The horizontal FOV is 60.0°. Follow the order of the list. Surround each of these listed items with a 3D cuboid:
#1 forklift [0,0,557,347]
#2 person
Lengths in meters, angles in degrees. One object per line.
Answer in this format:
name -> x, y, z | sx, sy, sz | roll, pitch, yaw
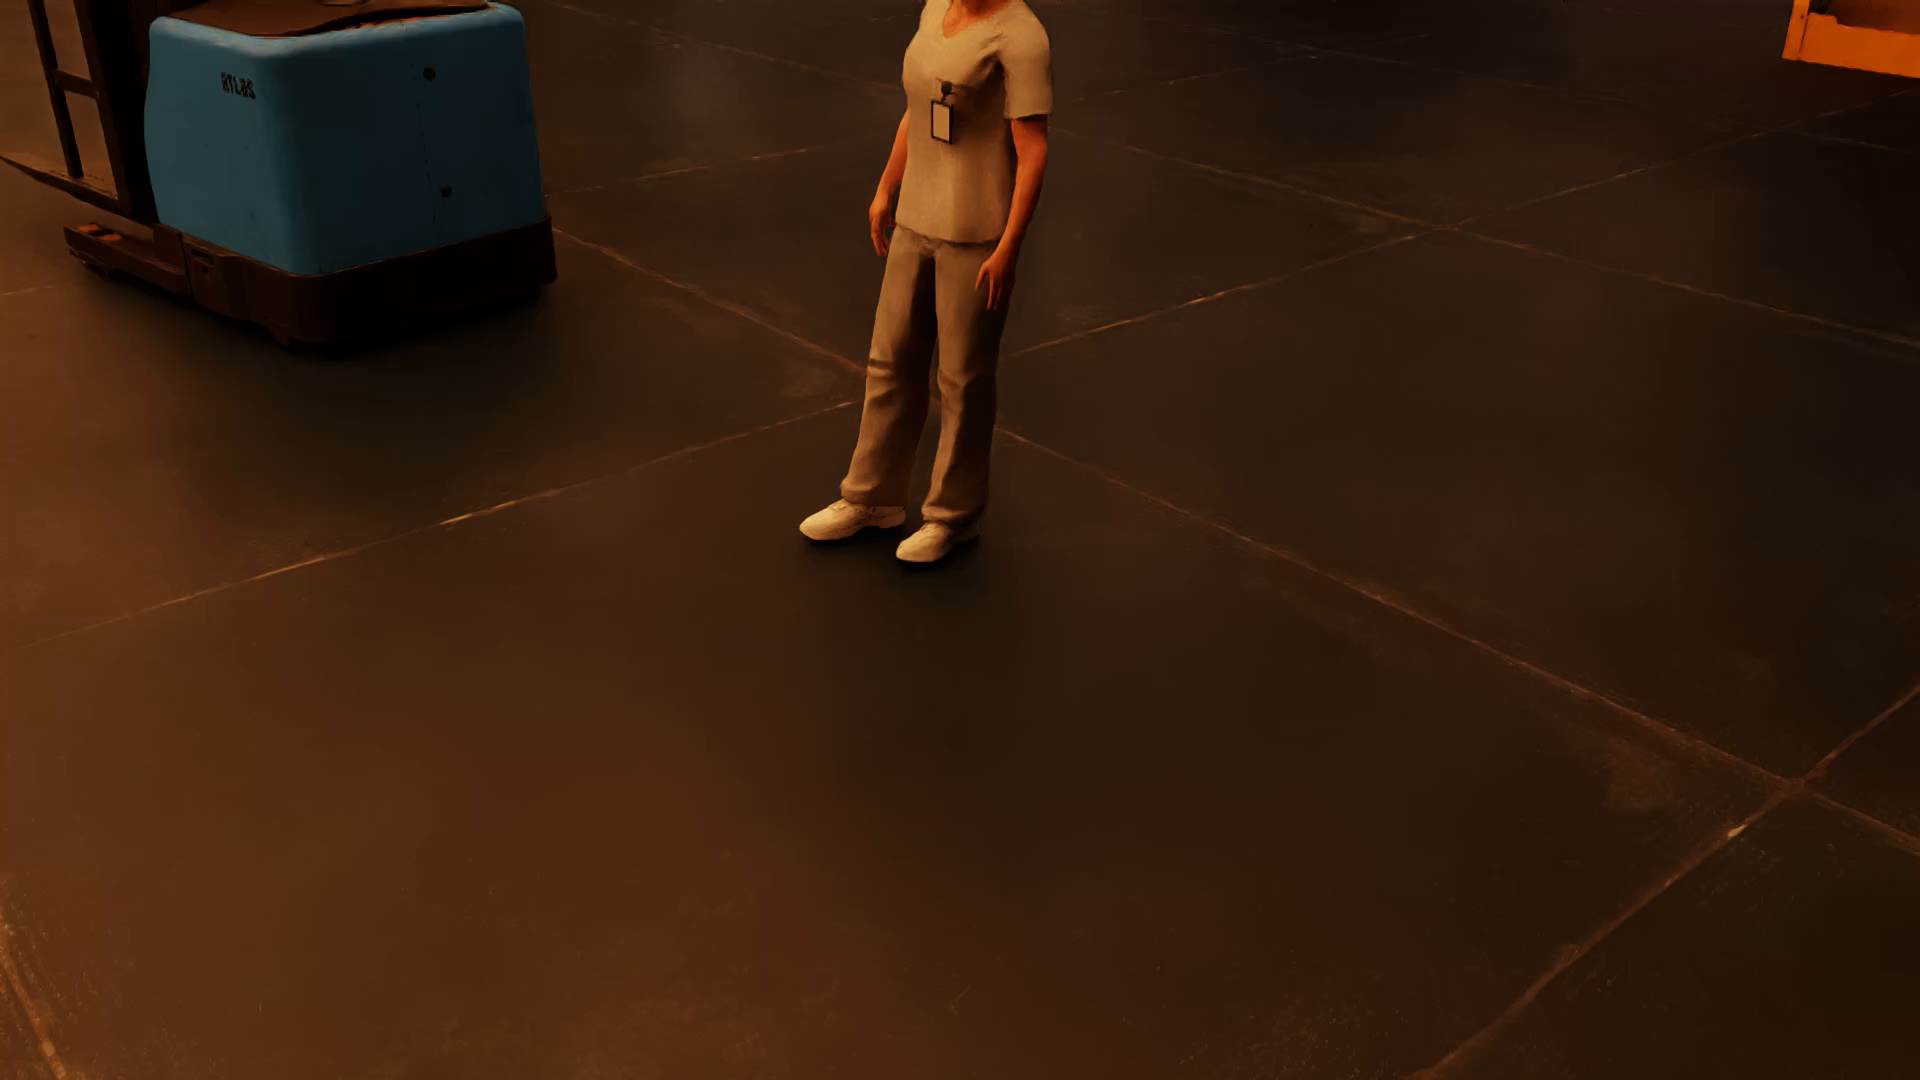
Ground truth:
forklift -> -2.979, -2.520, 6.283 | 3.031, 2.935, 1.130 | 21, 33, 36
person -> -0.065, -0.740, 4.092 | 0.548, 1.674, 0.550 | -20, 33, -35
